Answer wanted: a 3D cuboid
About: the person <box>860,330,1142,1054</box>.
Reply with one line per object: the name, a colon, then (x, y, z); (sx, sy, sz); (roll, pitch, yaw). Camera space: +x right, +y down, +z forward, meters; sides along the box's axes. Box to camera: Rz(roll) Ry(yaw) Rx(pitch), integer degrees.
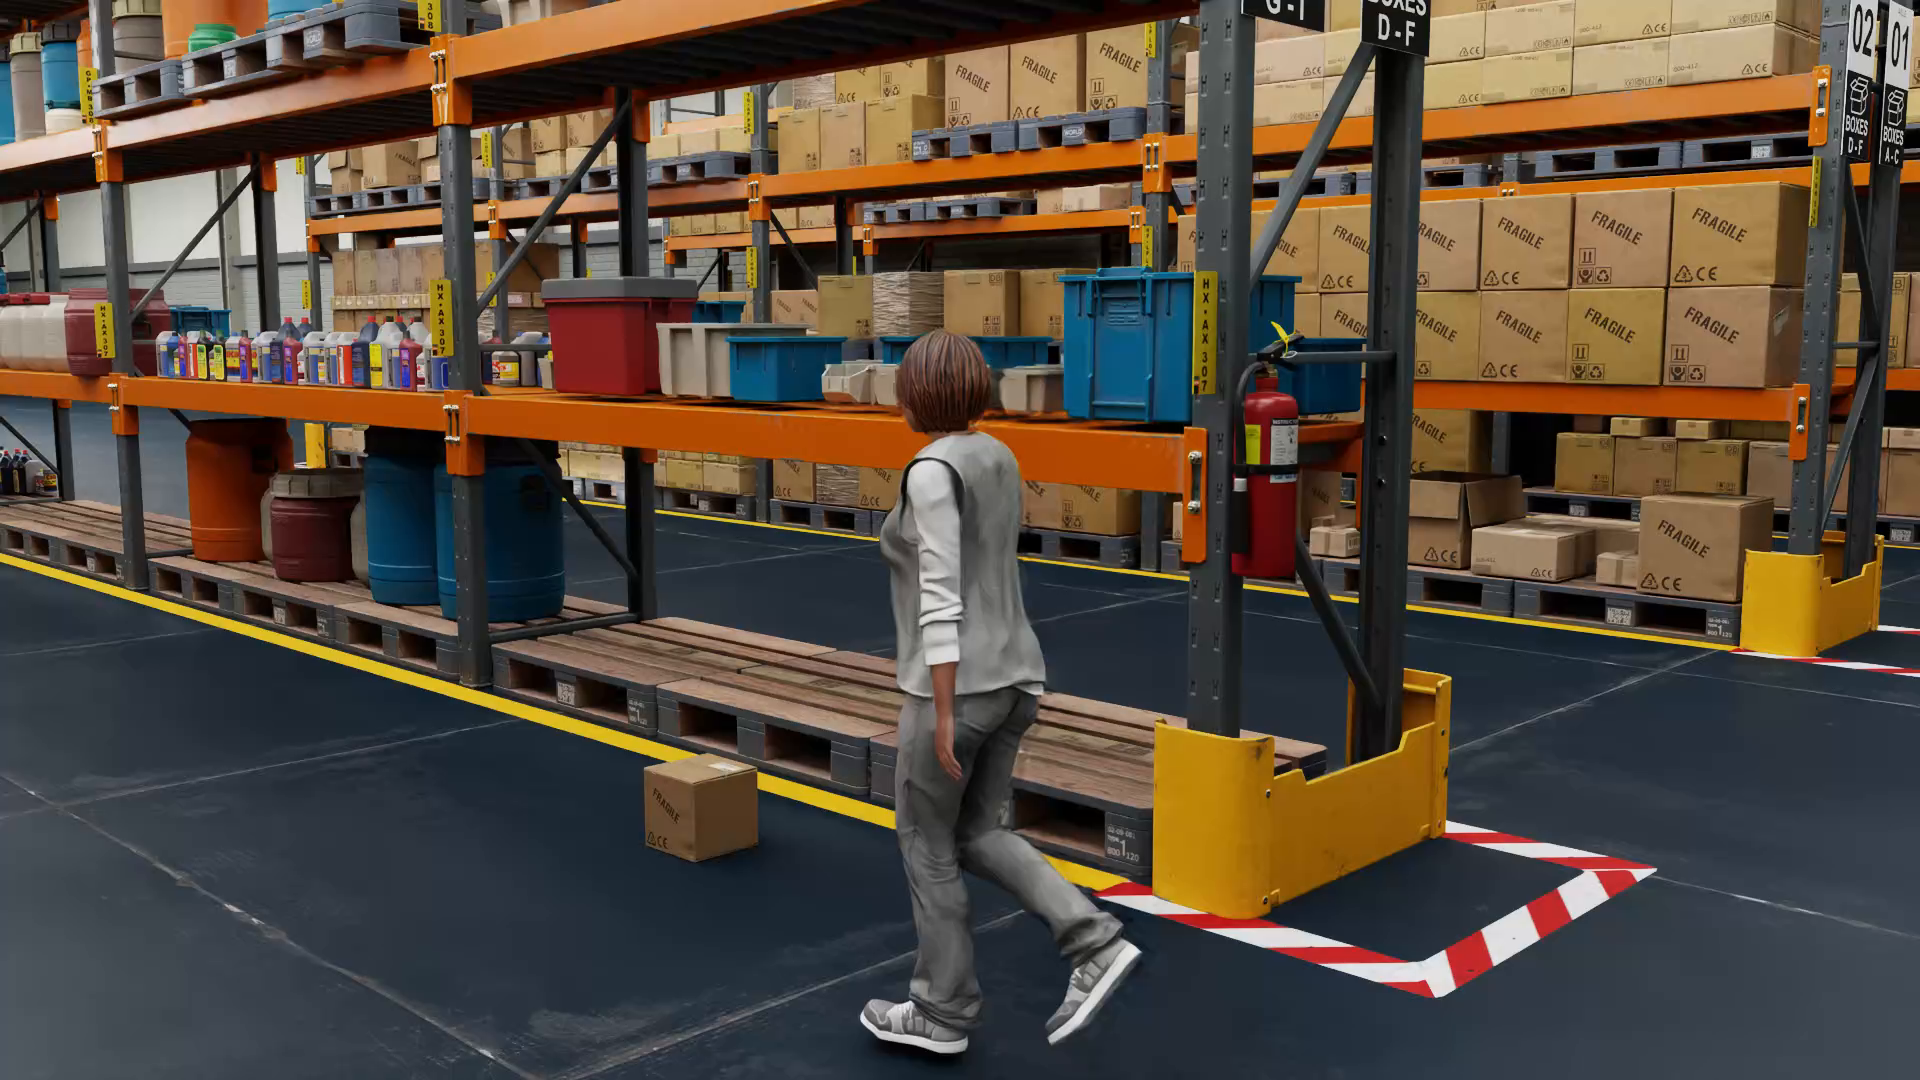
person: (0.105, 0.337, 3.589); (0.659, 1.569, 0.447); (4, 8, 26)
